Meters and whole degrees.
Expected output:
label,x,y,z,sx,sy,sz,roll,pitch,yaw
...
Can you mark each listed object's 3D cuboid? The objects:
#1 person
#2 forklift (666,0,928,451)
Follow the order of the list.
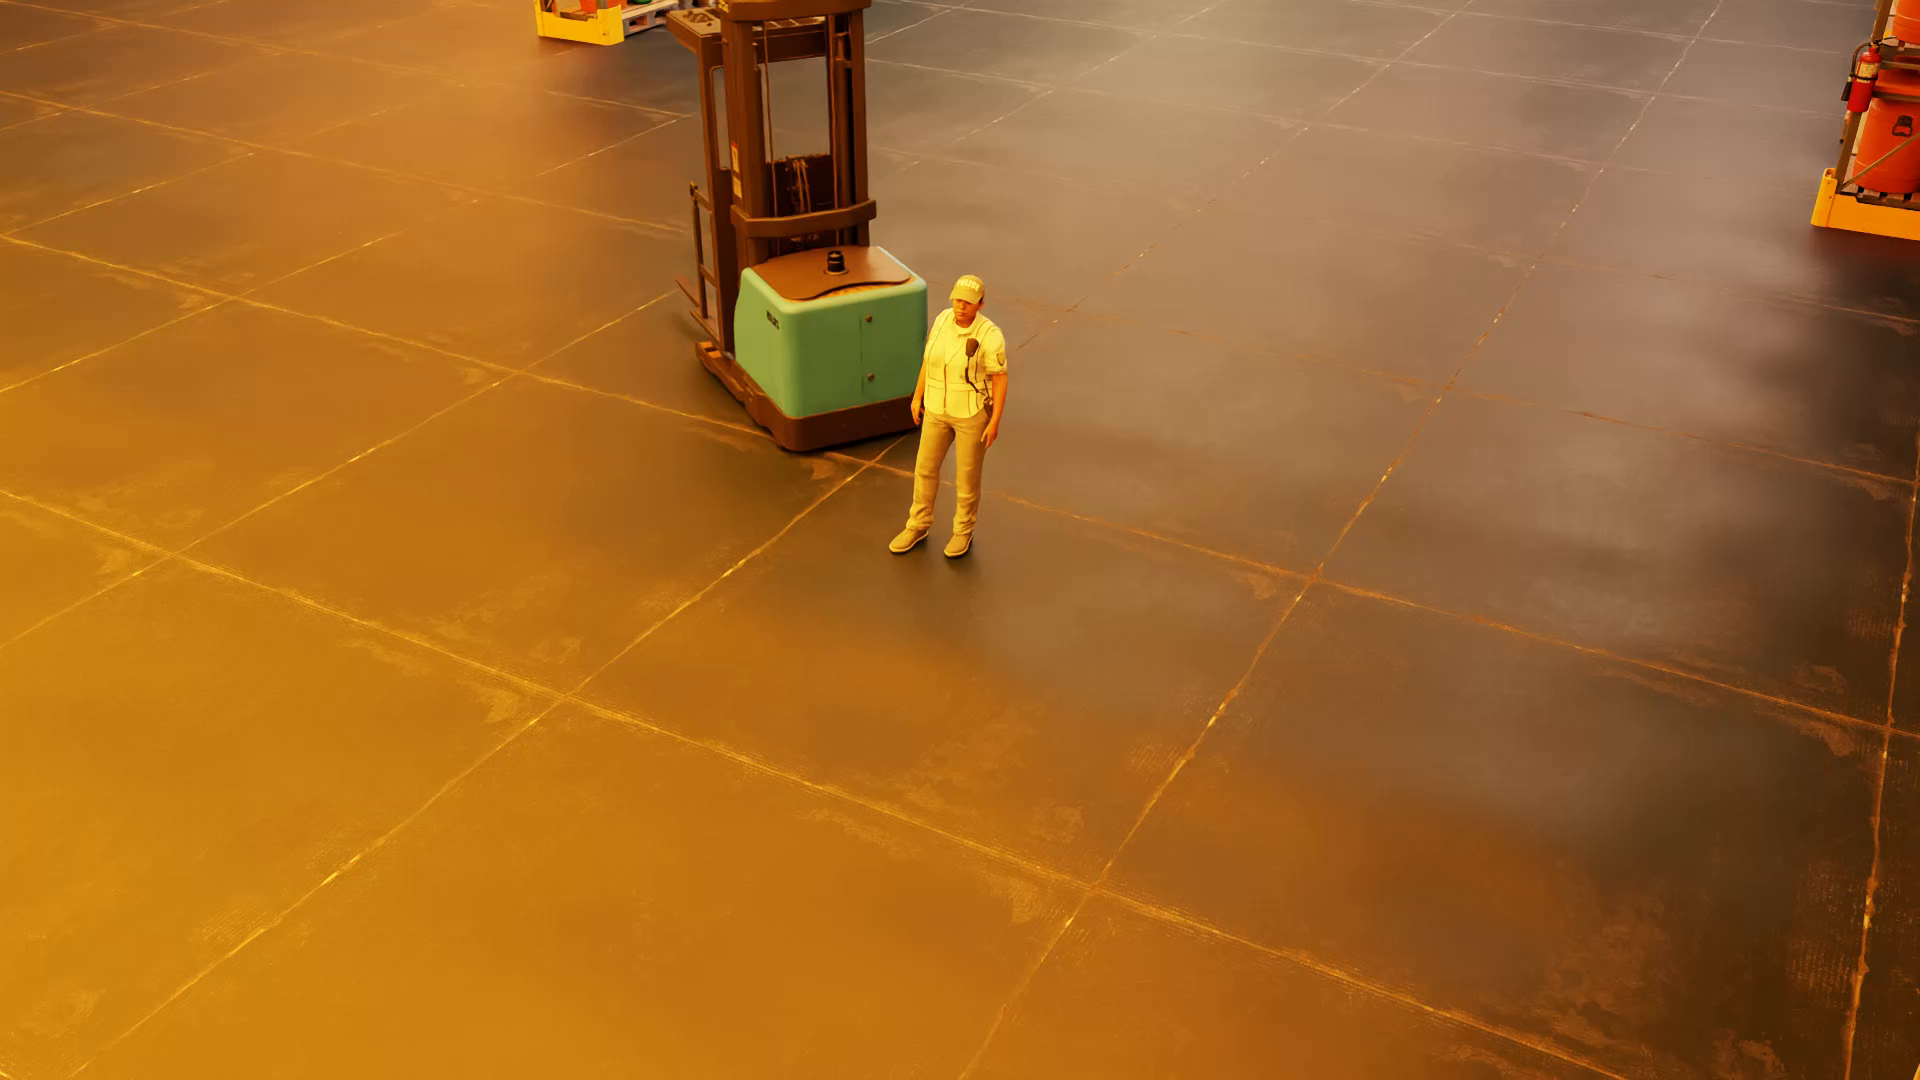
label,x,y,z,sx,sy,sz,roll,pitch,yaw
person,-0.057,-0.700,9.534,0.598,1.670,0.529,15,33,25
forklift,-1.295,-2.562,11.510,1.130,2.935,3.031,-14,33,-22
